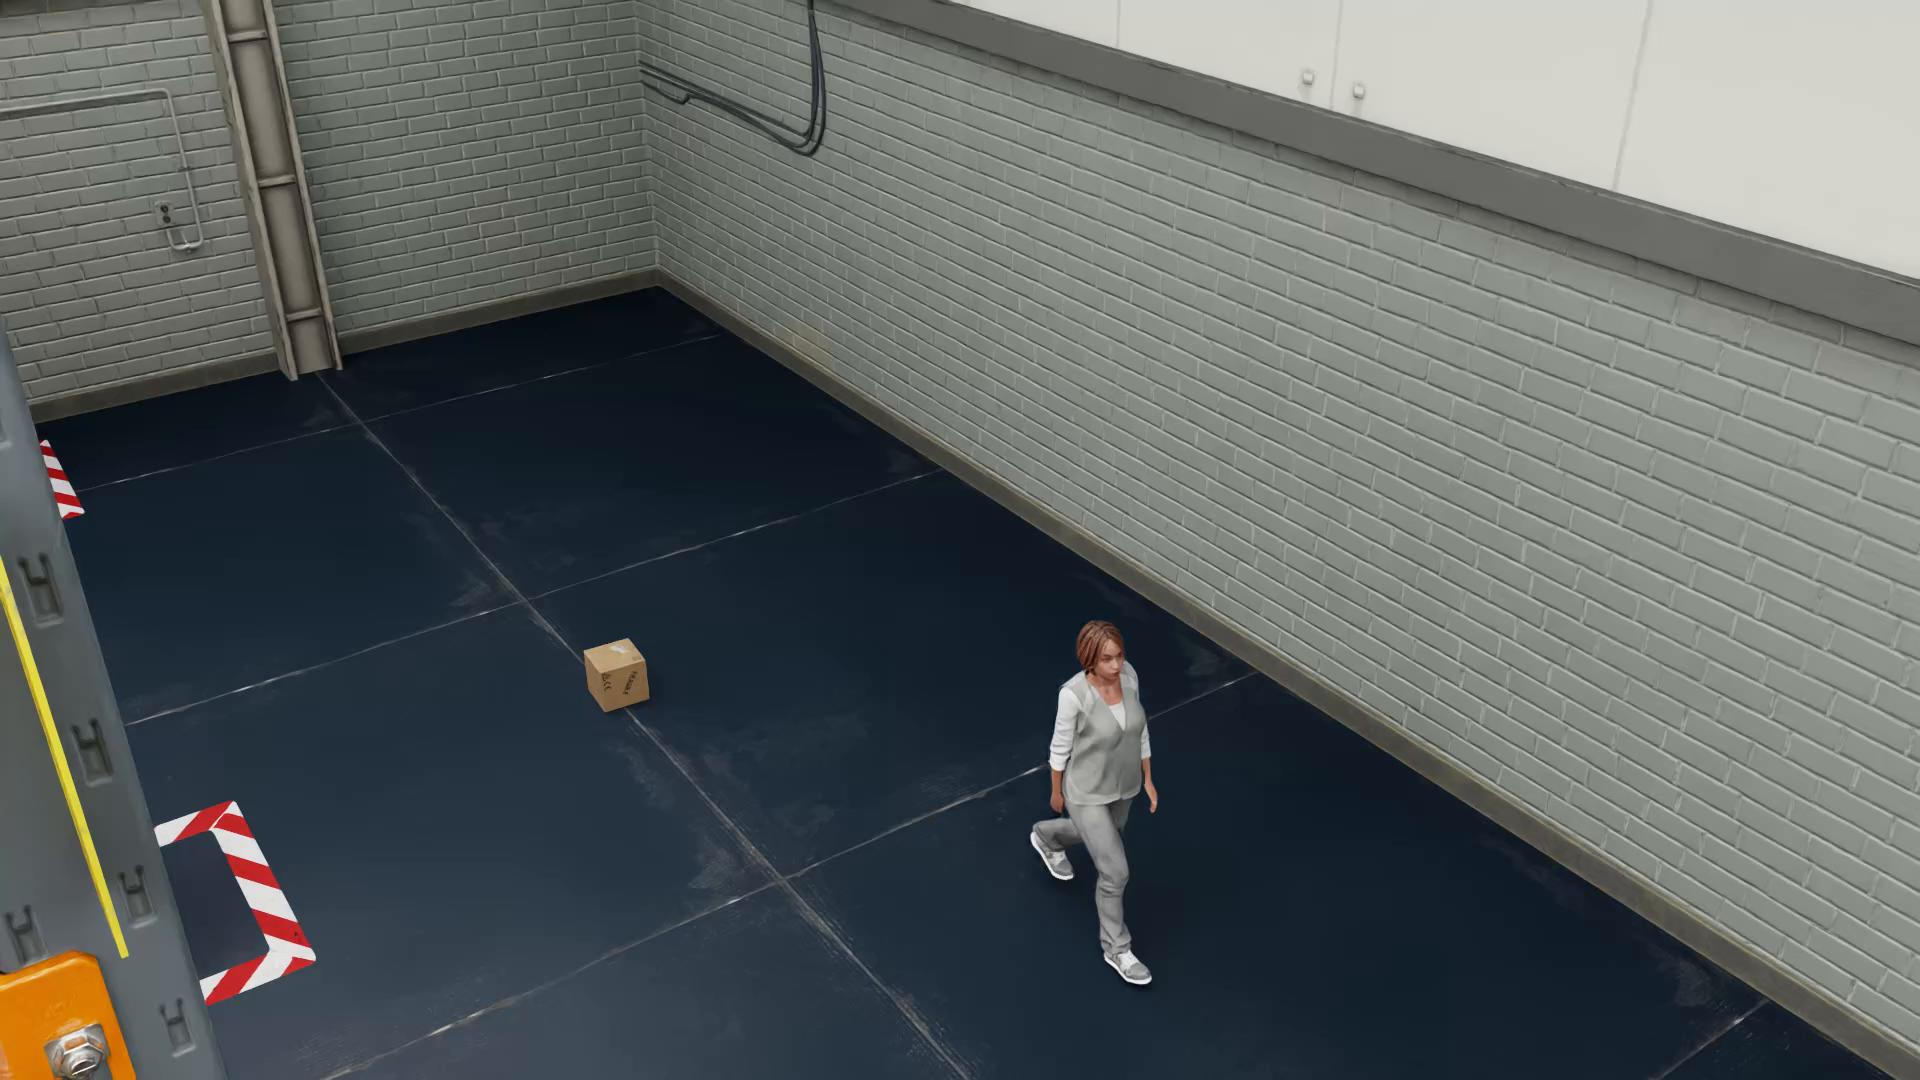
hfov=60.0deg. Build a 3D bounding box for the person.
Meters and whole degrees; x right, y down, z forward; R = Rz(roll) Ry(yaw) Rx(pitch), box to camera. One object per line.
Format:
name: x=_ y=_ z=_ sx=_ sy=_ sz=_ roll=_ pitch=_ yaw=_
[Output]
person: x=0.561 y=0.990 z=6.865 sx=0.408 sy=1.552 sz=0.892 roll=-21 pitch=35 yaw=-33
